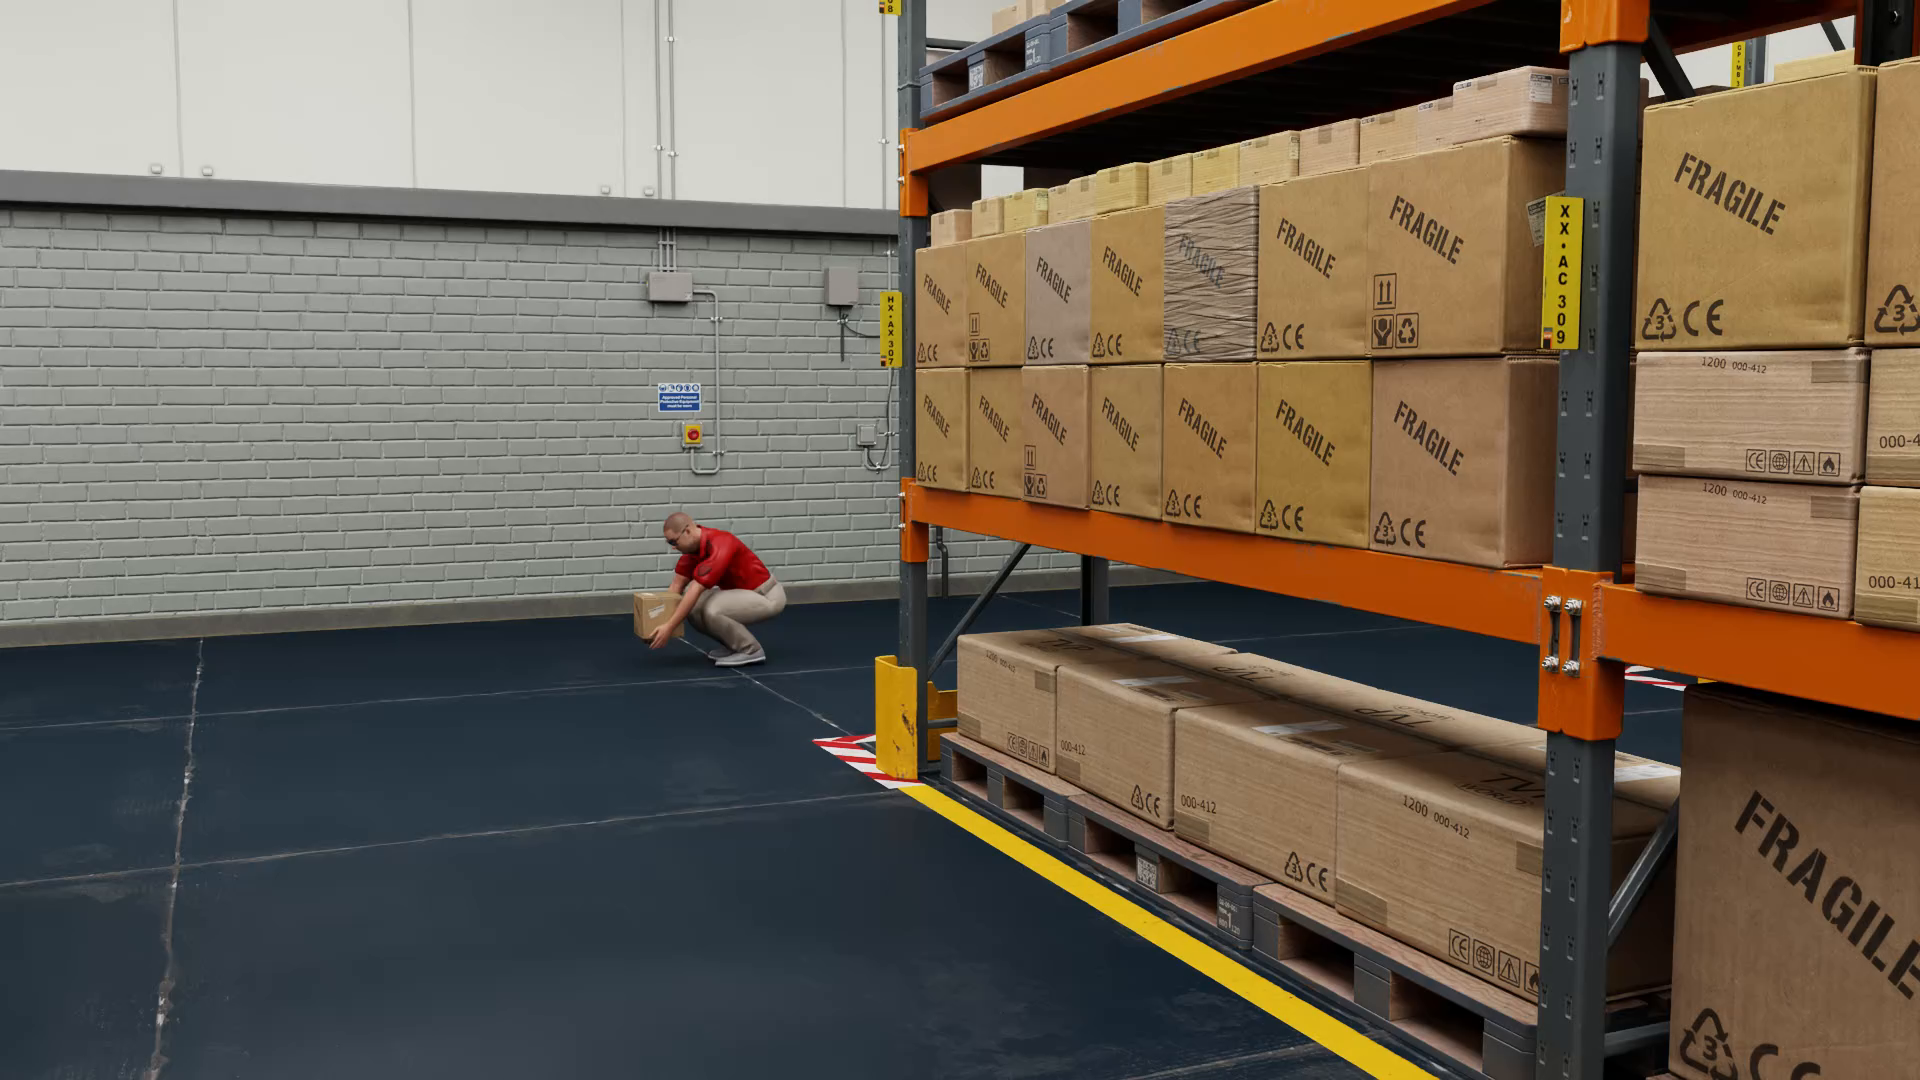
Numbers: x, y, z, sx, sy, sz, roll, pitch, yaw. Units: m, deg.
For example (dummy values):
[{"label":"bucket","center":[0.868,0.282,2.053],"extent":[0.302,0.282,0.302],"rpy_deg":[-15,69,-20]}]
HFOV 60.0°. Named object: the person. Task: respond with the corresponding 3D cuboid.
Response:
[{"label":"person","center":[-1.522,0.298,10.321],"extent":[0.893,0.970,0.542],"rpy_deg":[-2,6,-24]}]
